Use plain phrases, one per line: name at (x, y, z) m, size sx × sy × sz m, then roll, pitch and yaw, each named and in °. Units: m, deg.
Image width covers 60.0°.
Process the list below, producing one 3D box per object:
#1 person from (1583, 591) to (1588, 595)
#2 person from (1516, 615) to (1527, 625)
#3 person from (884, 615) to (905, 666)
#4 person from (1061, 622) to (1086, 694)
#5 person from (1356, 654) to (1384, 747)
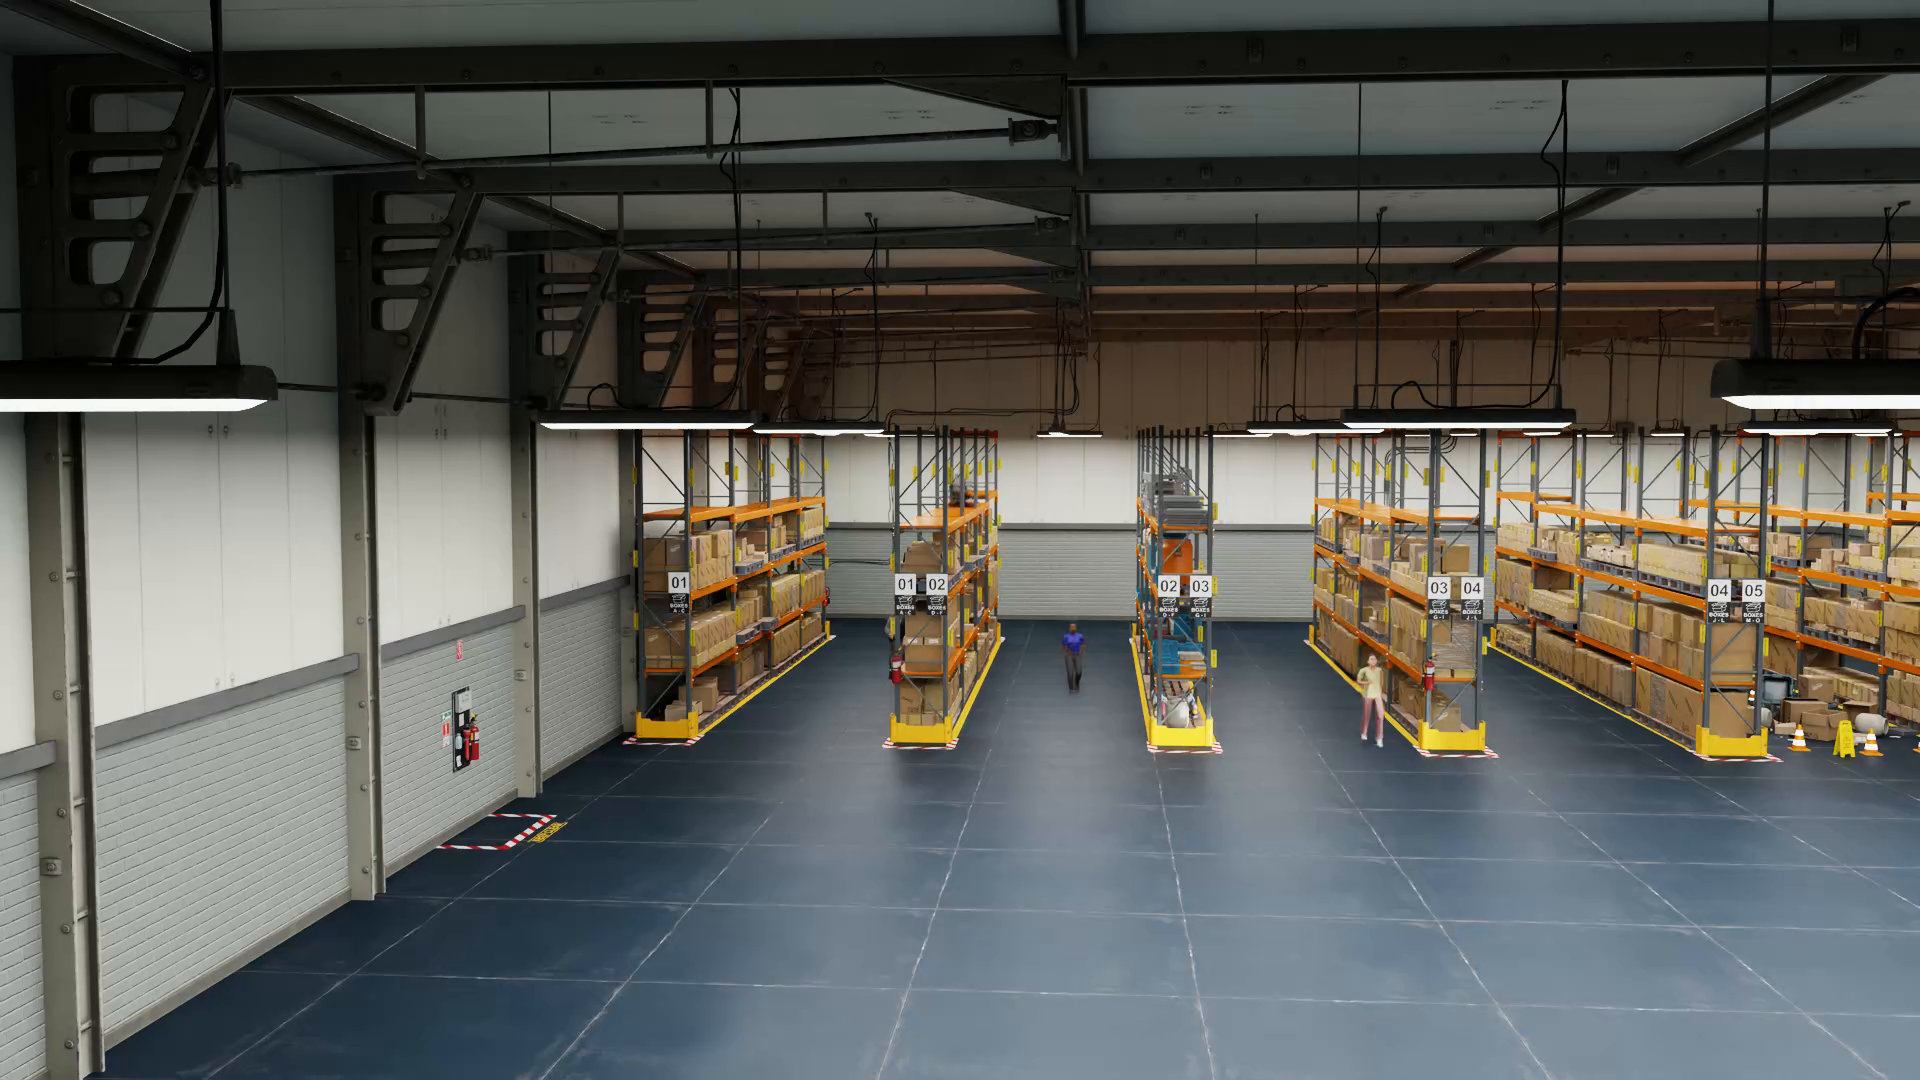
person at (16.986, 2.203, 45.070) m, size 0.622 × 1.653 × 0.580 m, roll 0°, pitch 3°, yaw 5°
person at (16.086, 2.054, 47.473) m, size 0.518 × 1.633 × 0.832 m, roll 2°, pitch 4°, yaw 34°
person at (-1.492, 2.464, 40.123) m, size 0.665 × 1.713 × 0.821 m, roll 0°, pitch 3°, yaw 1°
person at (2.556, 2.661, 37.241) m, size 0.563 × 1.618 × 0.572 m, roll 0°, pitch 3°, yaw -2°
person at (7.740, 3.002, 31.353) m, size 0.573 × 1.739 × 0.727 m, roll 0°, pitch 3°, yaw -1°
